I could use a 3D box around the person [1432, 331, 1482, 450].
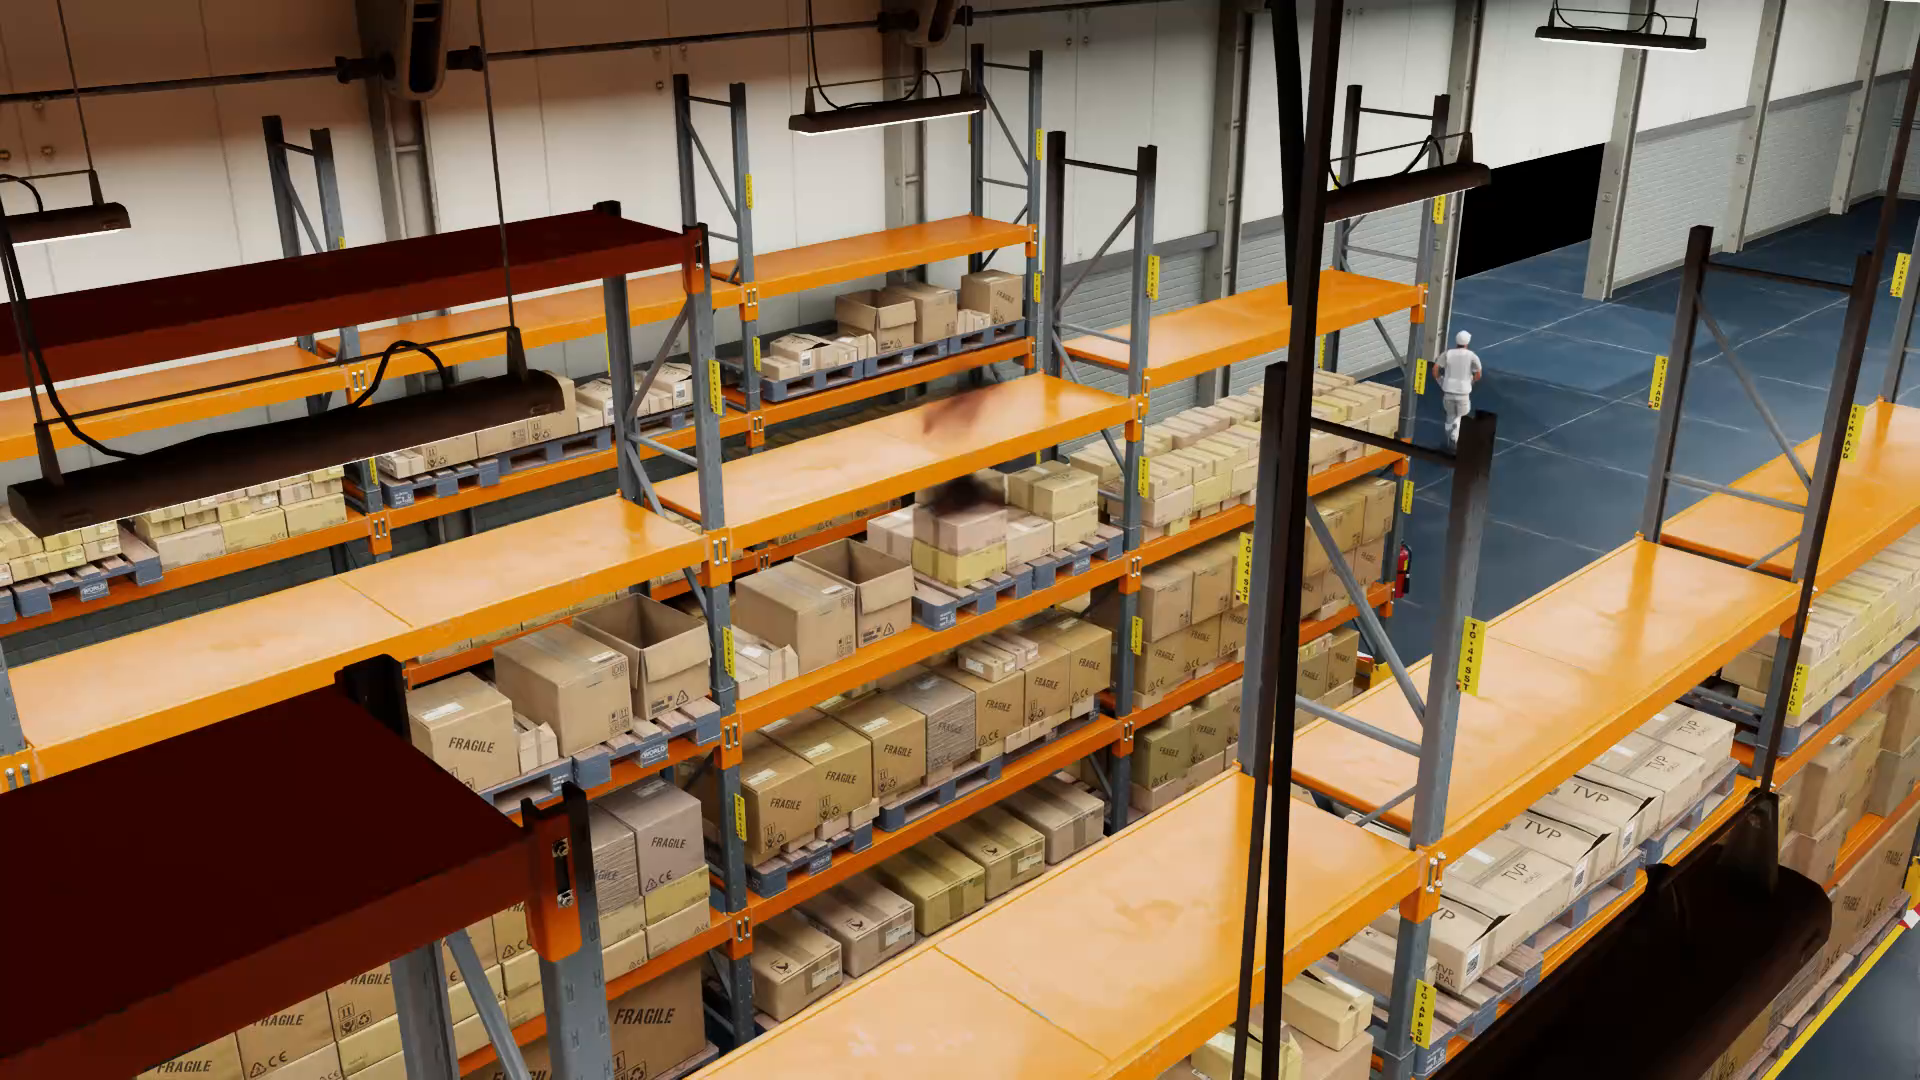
[{"bbox_3d":[7.045,-2.102,23.653,0.683,1.771,0.717,11,25,24],"label":"person"}]
